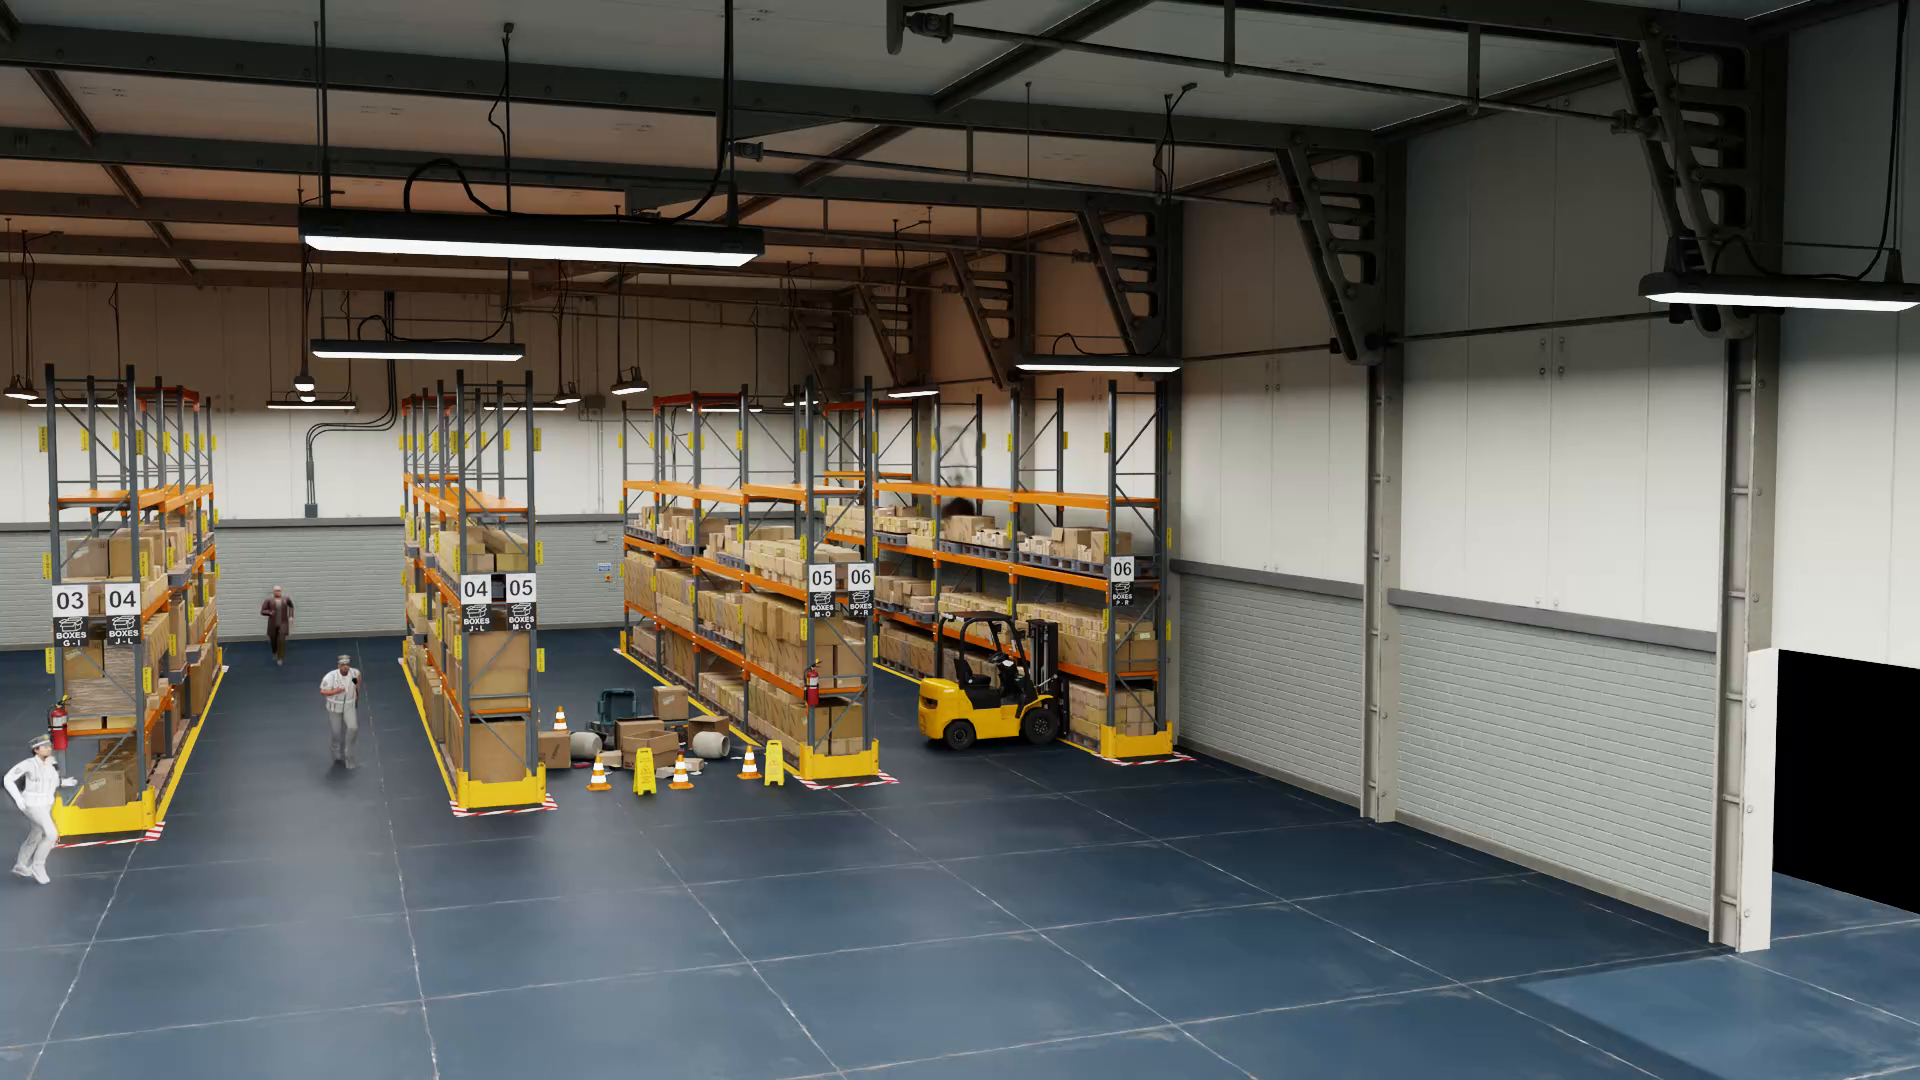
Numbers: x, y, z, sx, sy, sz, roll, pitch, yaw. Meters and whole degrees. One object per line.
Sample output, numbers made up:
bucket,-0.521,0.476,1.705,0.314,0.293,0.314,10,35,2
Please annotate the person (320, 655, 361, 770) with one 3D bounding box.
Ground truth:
person,-9.591,2.646,25.767,0.649,1.803,0.972,-2,4,-29

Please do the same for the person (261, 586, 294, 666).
person,-15.333,1.908,37.373,0.706,1.759,1.022,-1,4,-24

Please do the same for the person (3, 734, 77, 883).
person,-10.500,3.065,18.984,0.747,1.724,0.612,1,3,9
